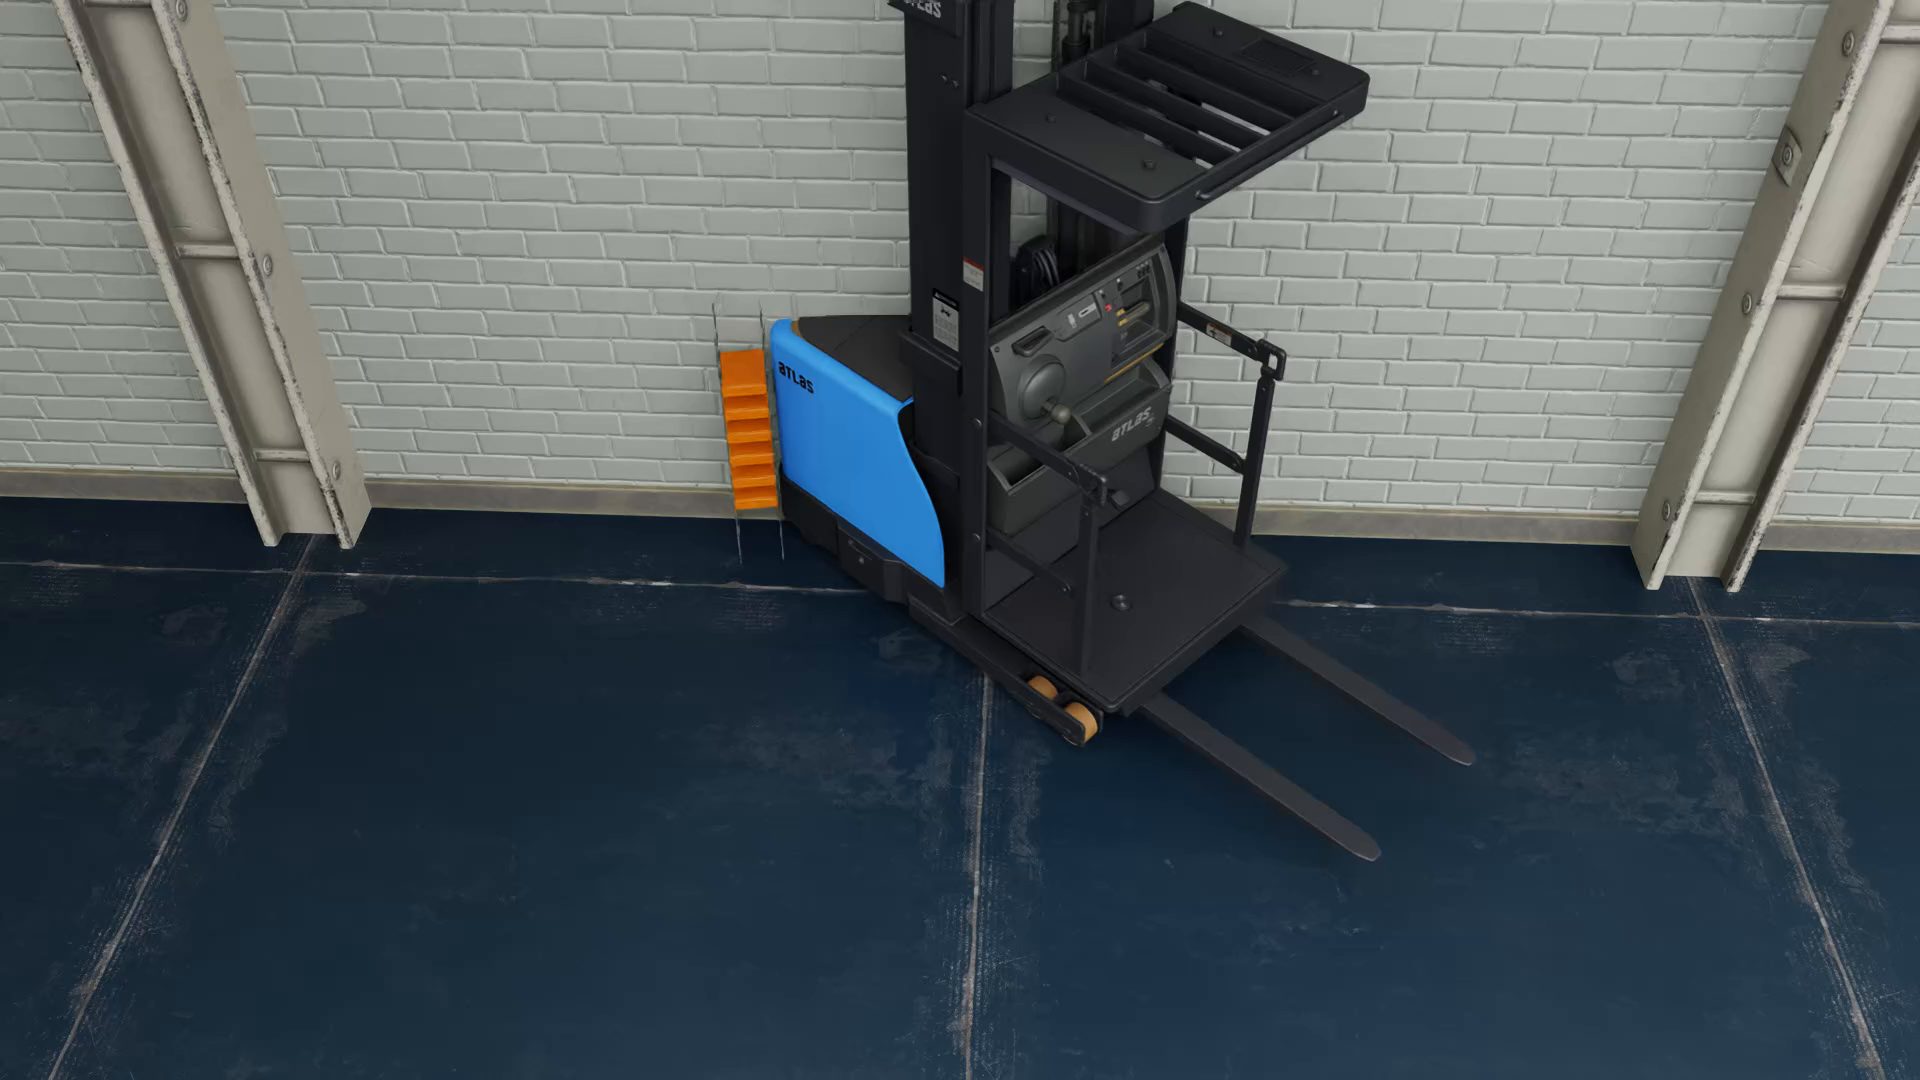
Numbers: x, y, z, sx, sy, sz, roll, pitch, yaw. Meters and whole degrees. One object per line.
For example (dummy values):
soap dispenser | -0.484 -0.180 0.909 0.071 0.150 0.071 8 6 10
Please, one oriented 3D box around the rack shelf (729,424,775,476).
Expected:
rack shelf | -0.874 -0.392 6.940 0.180 0.103 0.258 -5 43 -6

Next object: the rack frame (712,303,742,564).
rack frame | -0.964 -0.416 6.900 0.006 1.200 0.240 -5 43 -6

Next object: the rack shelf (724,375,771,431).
rack shelf | -0.872 -0.568 6.777 0.180 0.103 0.258 -5 43 -6

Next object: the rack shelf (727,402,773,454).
rack shelf | -0.873 -0.480 6.858 0.180 0.103 0.258 -5 43 -6

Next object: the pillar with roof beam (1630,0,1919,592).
pillar with roof beam | 2.944 -0.250 1.002 0.400 9.000 9.100 2 43 2

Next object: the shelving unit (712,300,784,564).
shelving unit | -0.873 -0.424 6.910 0.189 1.200 0.258 -5 43 -6

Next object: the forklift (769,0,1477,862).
forklift | 0.609 -0.678 5.913 1.130 2.935 3.031 -34 53 -31

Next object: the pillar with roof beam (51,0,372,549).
pillar with roof beam | -3.050 -0.435 1.200 0.400 9.000 9.100 2 43 2

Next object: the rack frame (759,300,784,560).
rack frame | -0.783 -0.433 6.920 0.006 1.200 0.240 -5 43 -6

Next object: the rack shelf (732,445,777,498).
rack shelf | -0.874 -0.304 7.022 0.180 0.103 0.258 -5 43 -6

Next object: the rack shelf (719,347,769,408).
rack shelf | -0.872 -0.655 6.695 0.180 0.103 0.258 -5 43 -6

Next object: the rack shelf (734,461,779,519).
rack shelf | -0.875 -0.216 7.103 0.180 0.103 0.258 -5 43 -6
